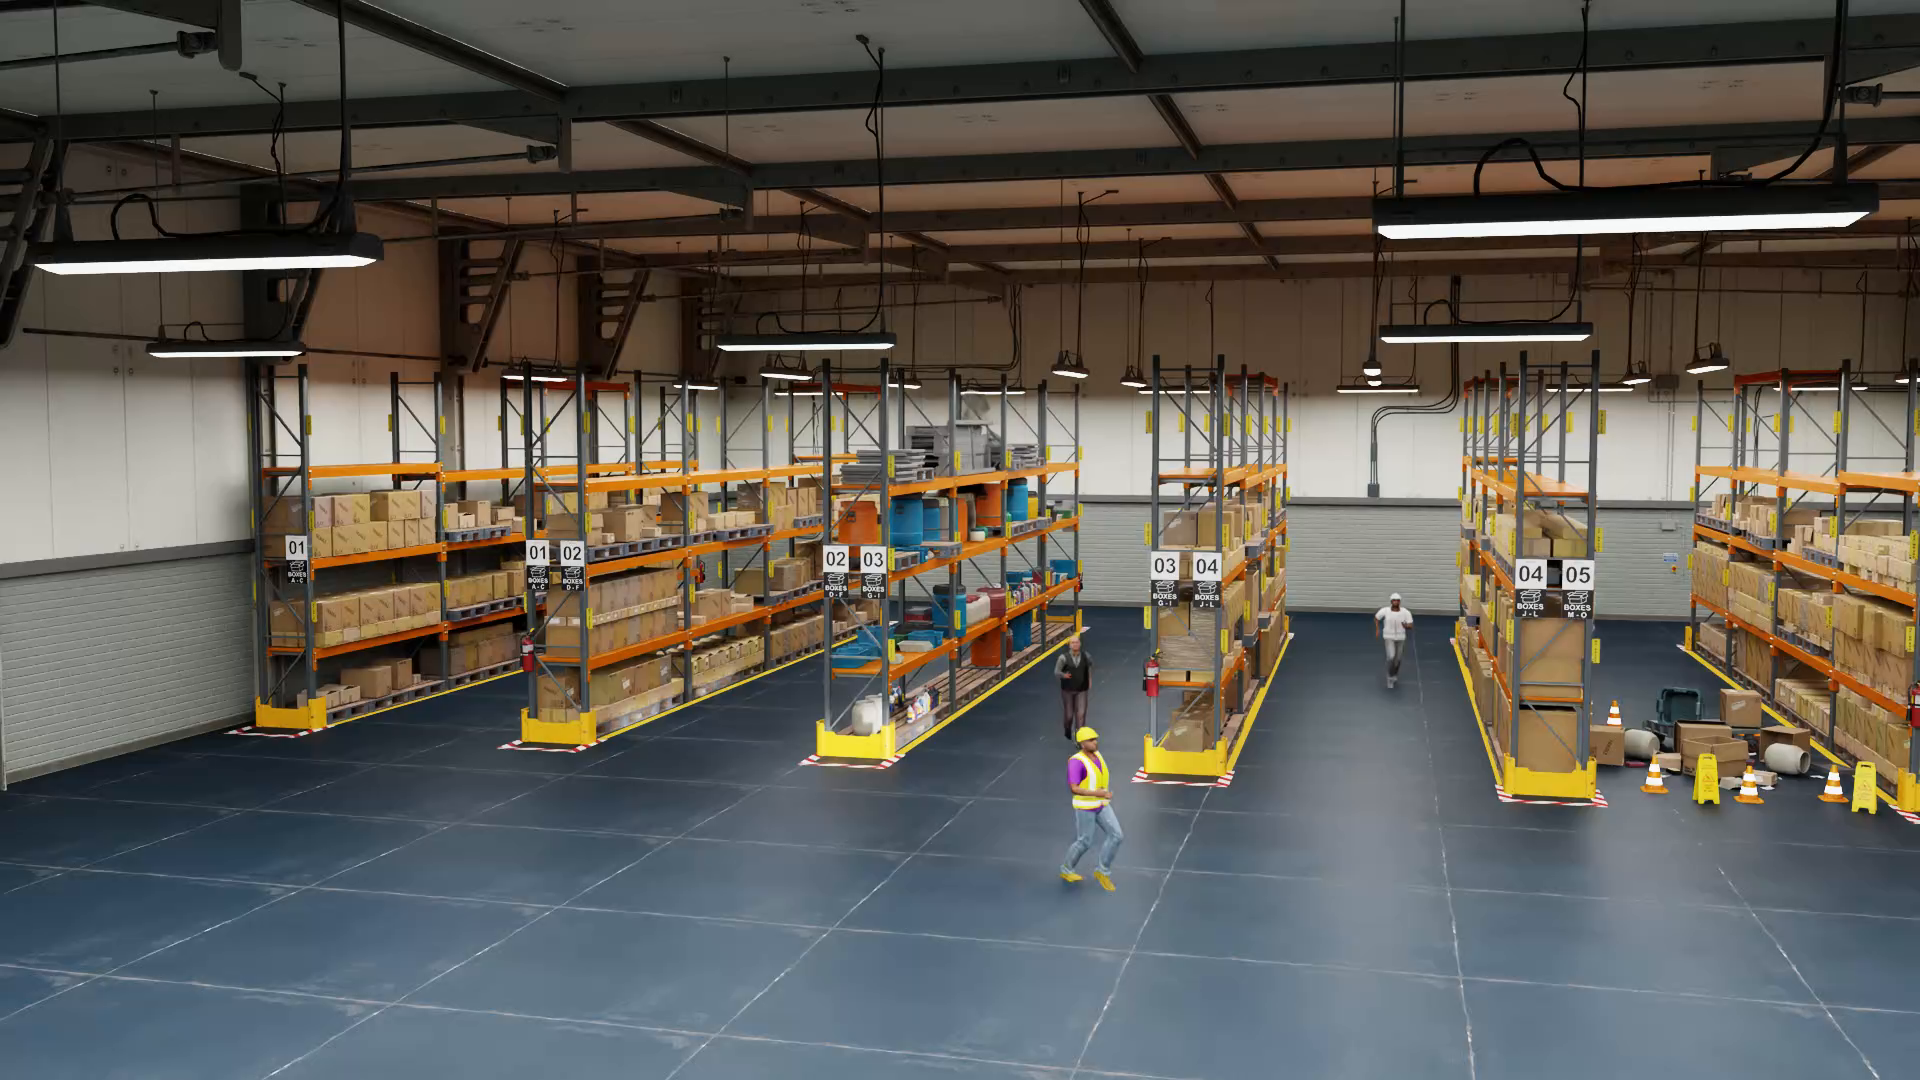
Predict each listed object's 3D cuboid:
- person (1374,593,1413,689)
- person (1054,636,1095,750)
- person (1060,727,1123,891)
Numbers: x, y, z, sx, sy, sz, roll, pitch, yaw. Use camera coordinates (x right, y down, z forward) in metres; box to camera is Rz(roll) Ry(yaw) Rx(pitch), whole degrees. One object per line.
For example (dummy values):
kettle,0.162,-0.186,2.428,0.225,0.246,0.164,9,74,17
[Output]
person,8.316,1.927,31.833,0.669,1.825,0.766,0,4,1
person,1.781,2.337,25.712,0.663,1.690,0.990,0,4,-3
person,1.424,2.905,17.991,0.734,1.790,0.707,4,5,43
